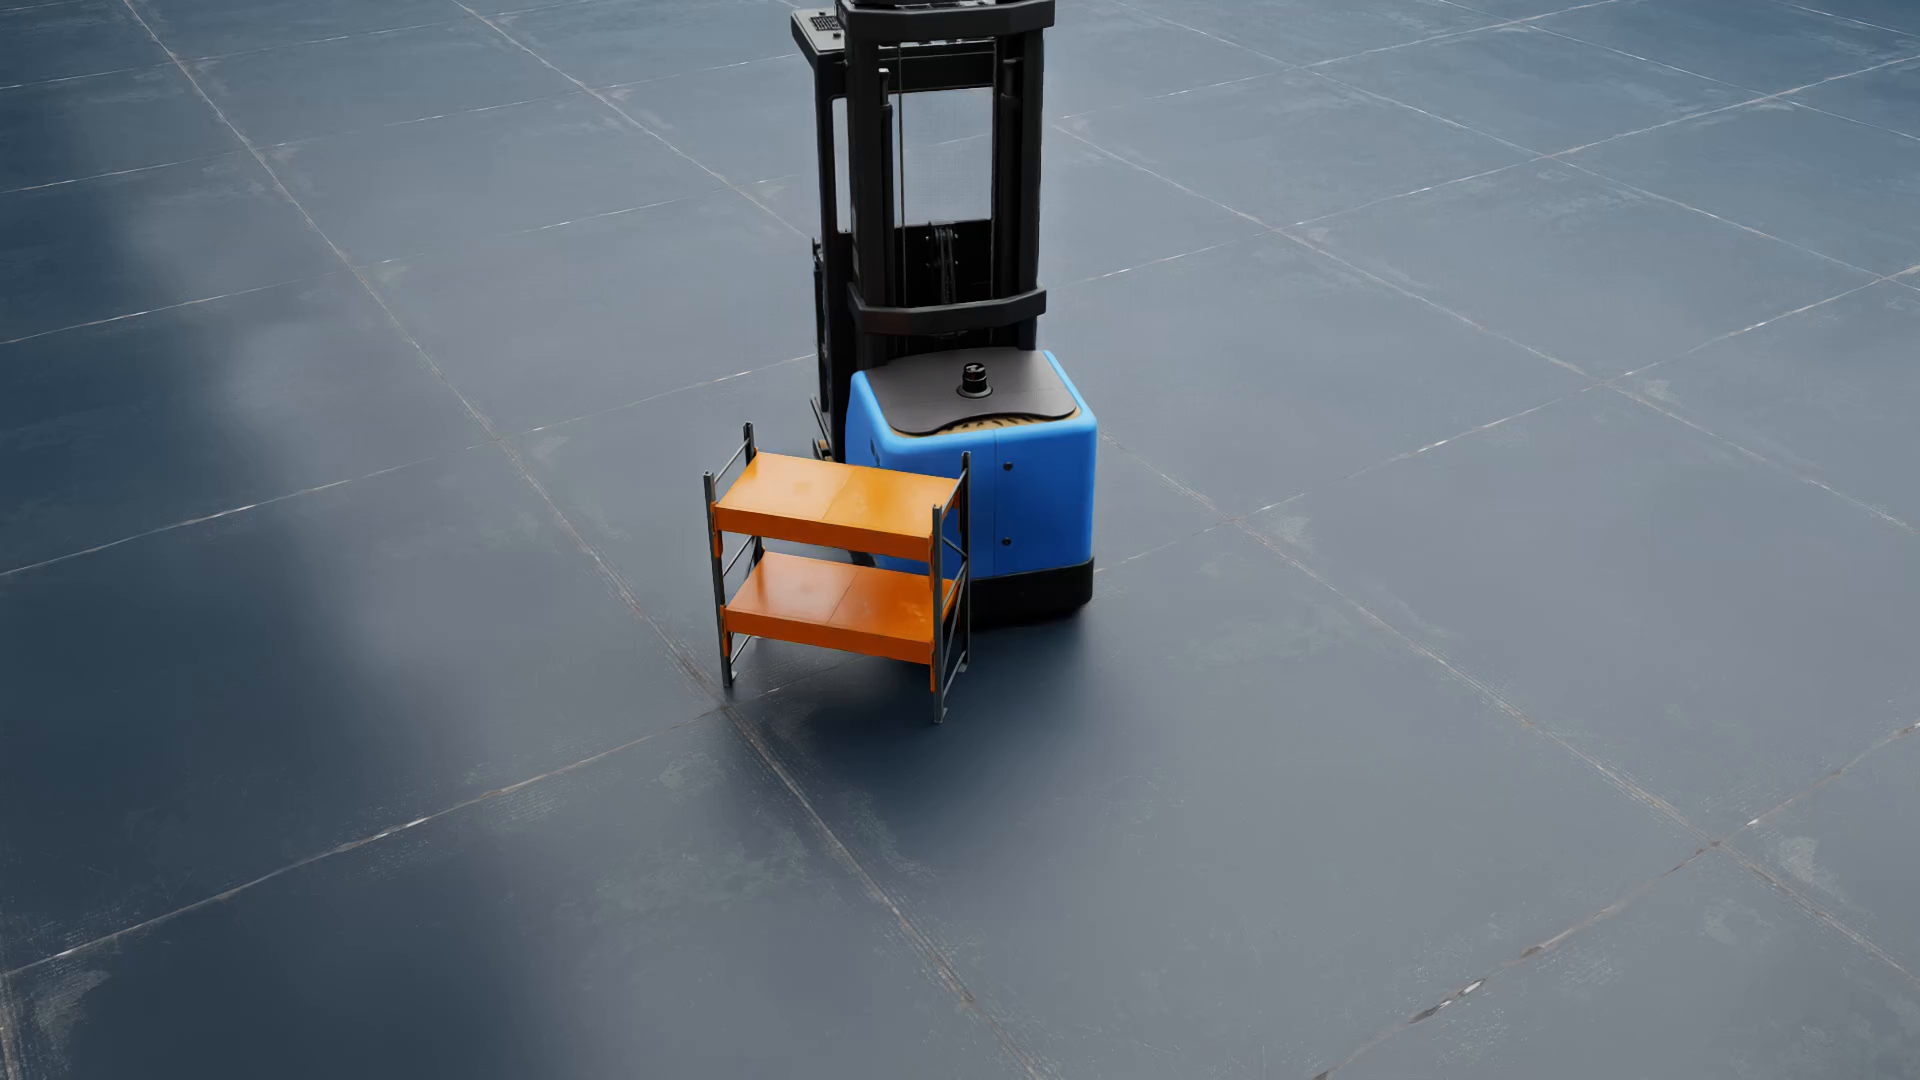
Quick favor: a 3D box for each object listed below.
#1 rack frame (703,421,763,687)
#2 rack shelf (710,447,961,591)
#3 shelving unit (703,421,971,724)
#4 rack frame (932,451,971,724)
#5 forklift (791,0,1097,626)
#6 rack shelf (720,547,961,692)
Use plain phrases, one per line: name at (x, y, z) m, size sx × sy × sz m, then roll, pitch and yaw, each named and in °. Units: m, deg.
rack frame at (-1.014, 0.072, 7.582) m, size 0.032 × 1.125 × 0.500 m, roll 8°, pitch 33°, yaw 13°
rack shelf at (-0.524, -0.103, 7.311) m, size 1.000 × 0.278 × 0.538 m, roll 8°, pitch 33°, yaw 13°
shelving unit at (-0.524, 0.144, 7.467) m, size 1.048 × 1.125 × 0.538 m, roll 8°, pitch 33°, yaw 13°
rack frame at (-0.034, 0.217, 7.352) m, size 0.032 × 1.125 × 0.500 m, roll 8°, pitch 33°, yaw 13°
forklift at (-0.206, -1.583, 8.512) m, size 1.130 × 2.935 × 3.031 m, roll -8°, pitch 33°, yaw -12°
rack shelf at (-0.524, 0.351, 7.597) m, size 1.000 × 0.278 × 0.538 m, roll 8°, pitch 33°, yaw 13°
